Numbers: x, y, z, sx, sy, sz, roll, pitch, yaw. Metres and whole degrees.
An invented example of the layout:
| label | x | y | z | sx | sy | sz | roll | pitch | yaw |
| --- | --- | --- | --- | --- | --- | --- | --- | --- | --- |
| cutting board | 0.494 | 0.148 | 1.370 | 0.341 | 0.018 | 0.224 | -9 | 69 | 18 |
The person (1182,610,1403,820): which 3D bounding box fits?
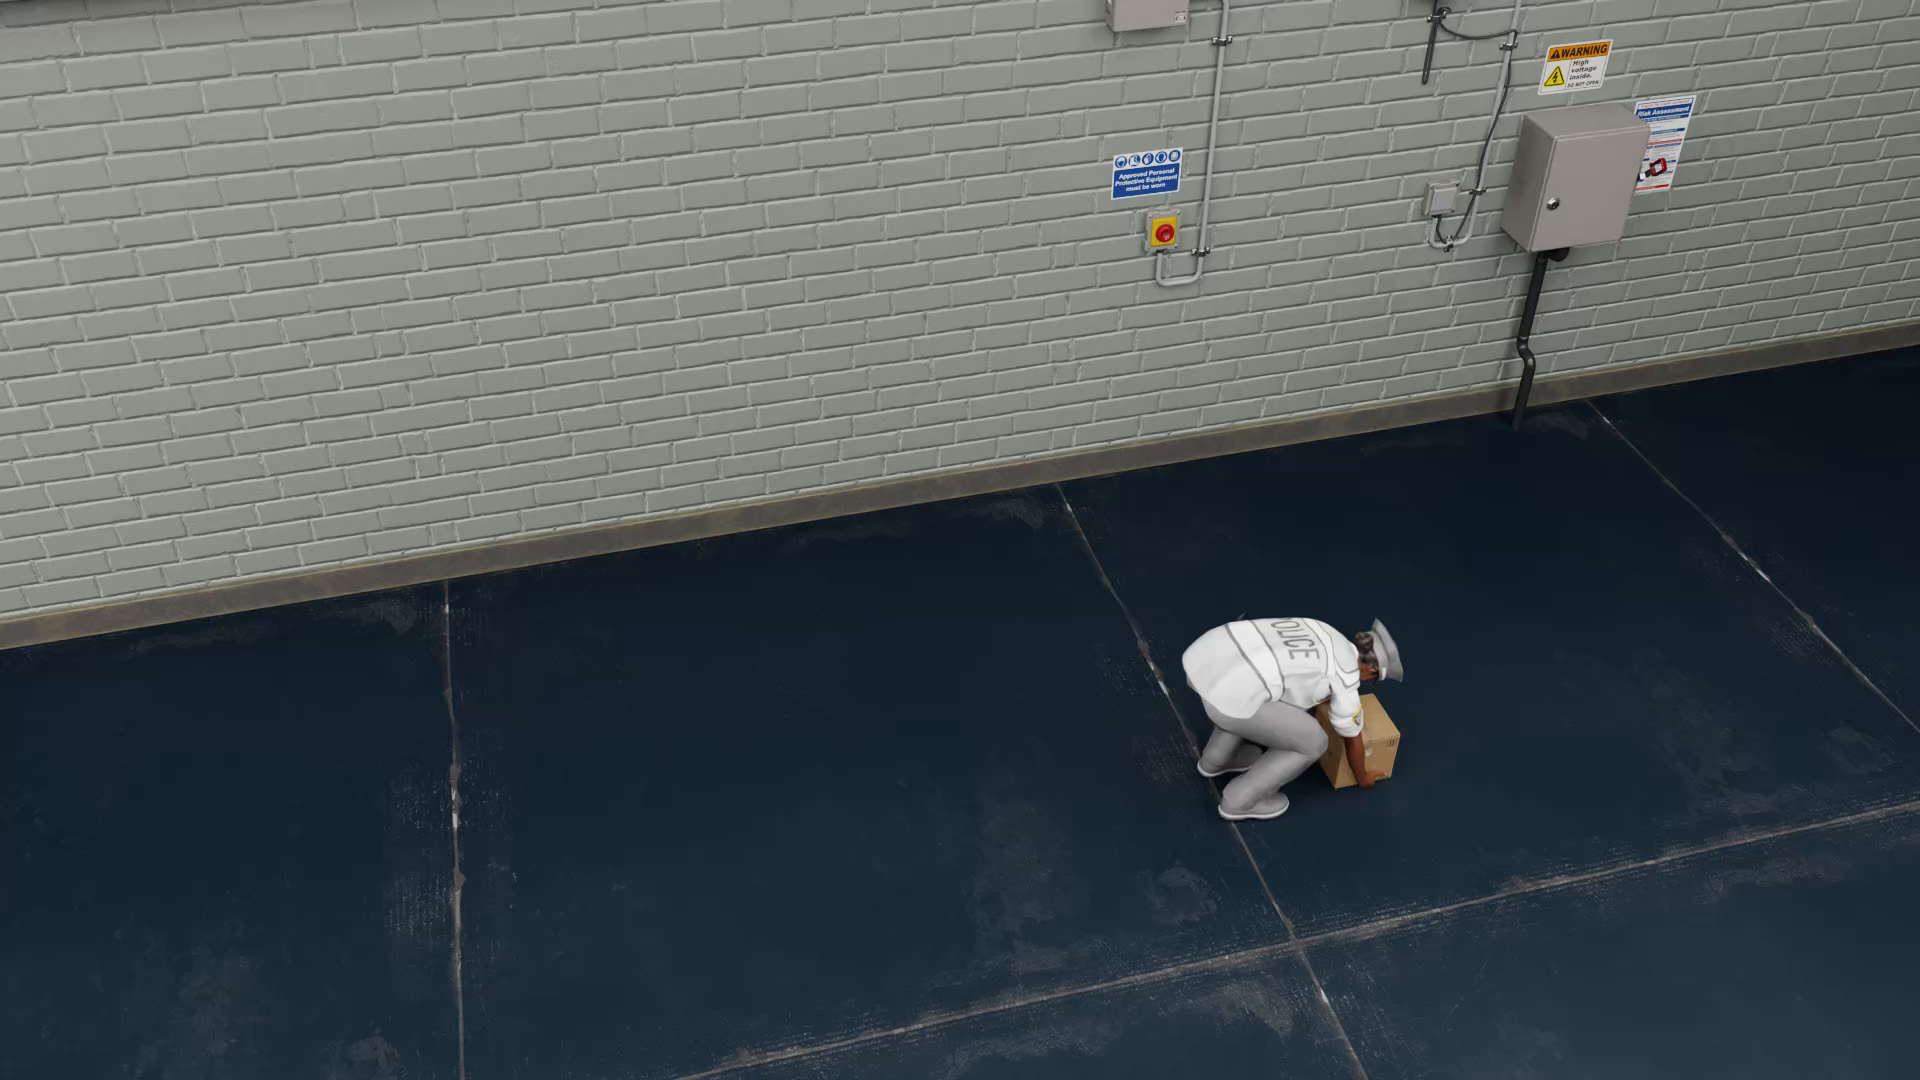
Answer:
| label | x | y | z | sx | sy | sz | roll | pitch | yaw |
| --- | --- | --- | --- | --- | --- | --- | --- | --- | --- |
| person | 1.300 | 0.656 | 6.557 | 0.910 | 0.850 | 0.472 | -11 | 40 | -14 |
